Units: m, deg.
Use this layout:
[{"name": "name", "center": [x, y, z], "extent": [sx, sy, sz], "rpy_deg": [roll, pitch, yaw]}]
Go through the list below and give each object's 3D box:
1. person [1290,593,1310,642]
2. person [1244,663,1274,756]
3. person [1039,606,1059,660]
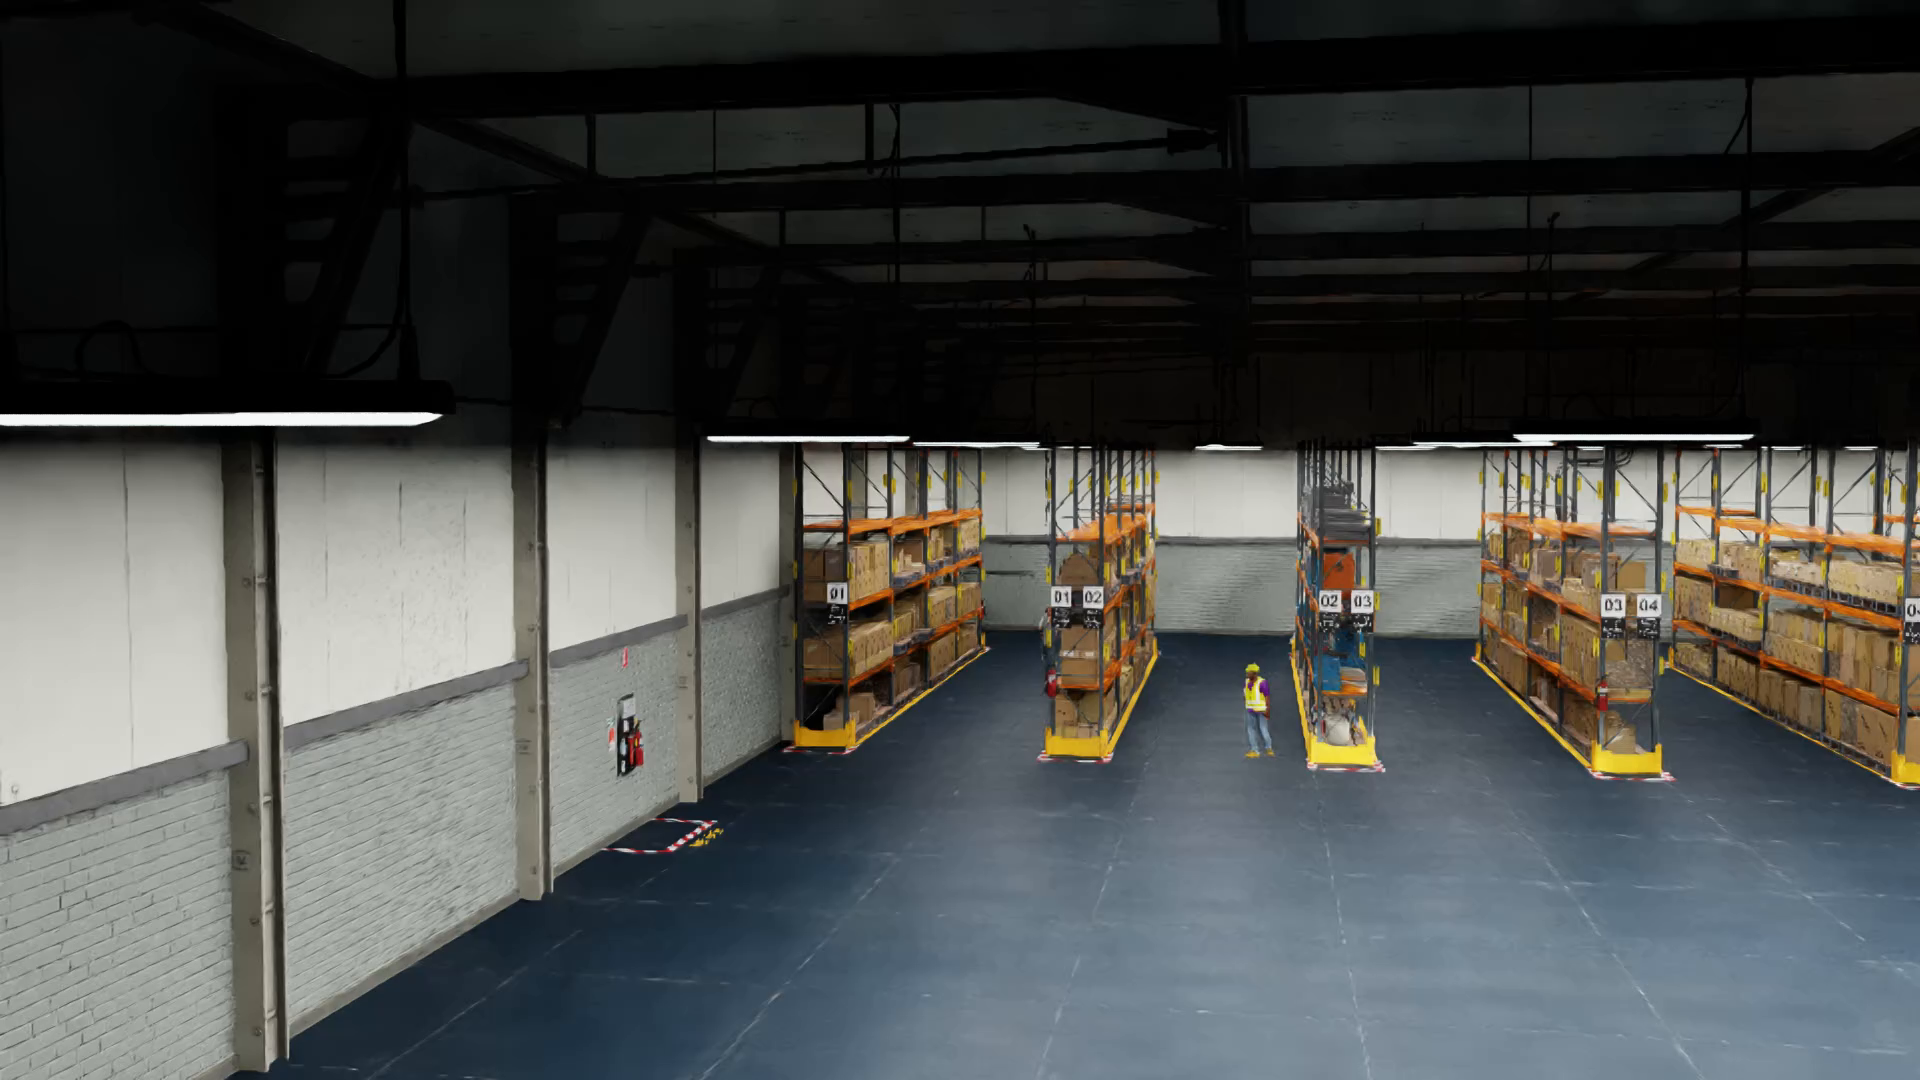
[{"name": "person", "center": [10.238, 2.214, 49.683], "extent": [0.784, 1.769, 0.549], "rpy_deg": [-2, 4, -31]}, {"name": "person", "center": [5.626, 3.192, 31.359], "extent": [0.569, 1.751, 0.604], "rpy_deg": [-3, 4, -44]}, {"name": "person", "center": [2.438, 2.561, 45.495], "extent": [0.566, 1.526, 0.519], "rpy_deg": [0, 3, 7]}]
